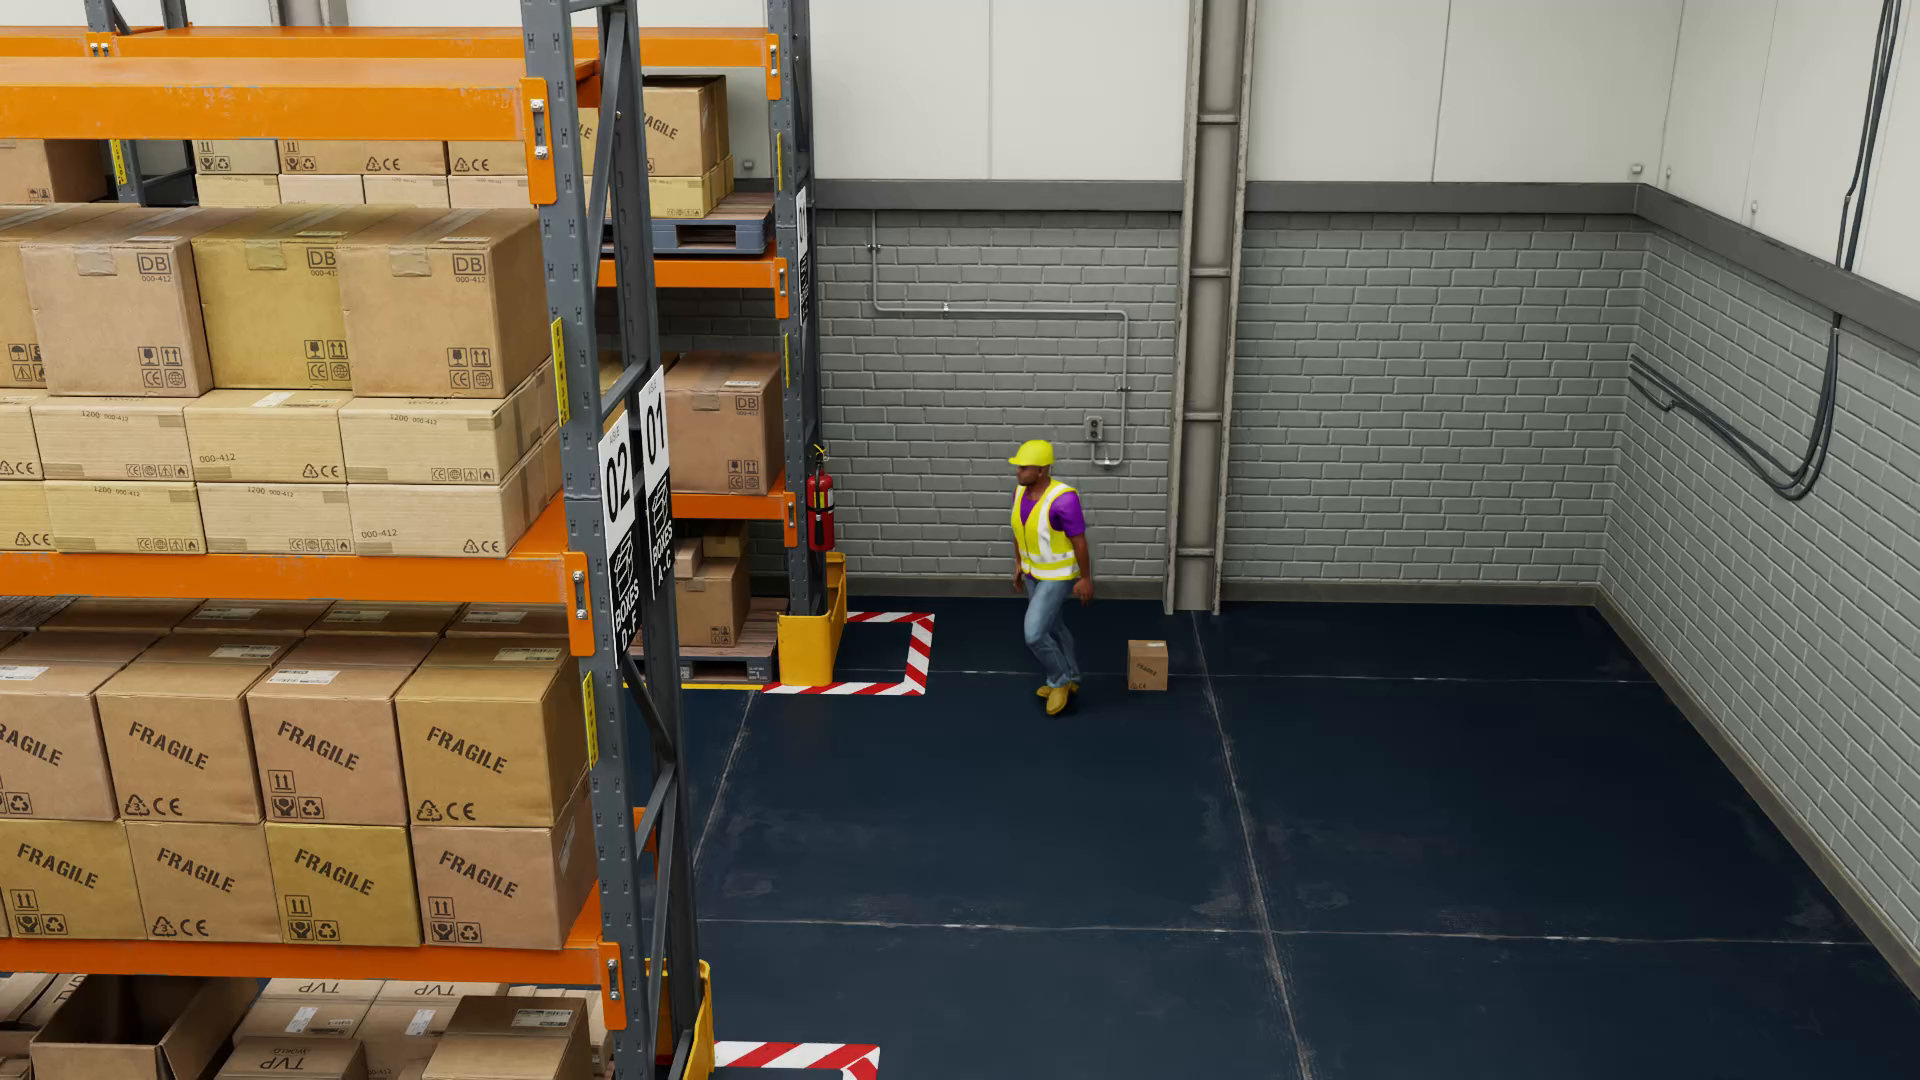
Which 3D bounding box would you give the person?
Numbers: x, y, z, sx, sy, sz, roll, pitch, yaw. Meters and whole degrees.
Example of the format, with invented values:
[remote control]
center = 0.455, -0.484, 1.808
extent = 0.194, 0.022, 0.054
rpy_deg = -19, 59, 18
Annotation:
[person]
center = 0.557, 0.200, 10.460
extent = 0.531, 1.743, 0.608
rpy_deg = -12, 24, -29
